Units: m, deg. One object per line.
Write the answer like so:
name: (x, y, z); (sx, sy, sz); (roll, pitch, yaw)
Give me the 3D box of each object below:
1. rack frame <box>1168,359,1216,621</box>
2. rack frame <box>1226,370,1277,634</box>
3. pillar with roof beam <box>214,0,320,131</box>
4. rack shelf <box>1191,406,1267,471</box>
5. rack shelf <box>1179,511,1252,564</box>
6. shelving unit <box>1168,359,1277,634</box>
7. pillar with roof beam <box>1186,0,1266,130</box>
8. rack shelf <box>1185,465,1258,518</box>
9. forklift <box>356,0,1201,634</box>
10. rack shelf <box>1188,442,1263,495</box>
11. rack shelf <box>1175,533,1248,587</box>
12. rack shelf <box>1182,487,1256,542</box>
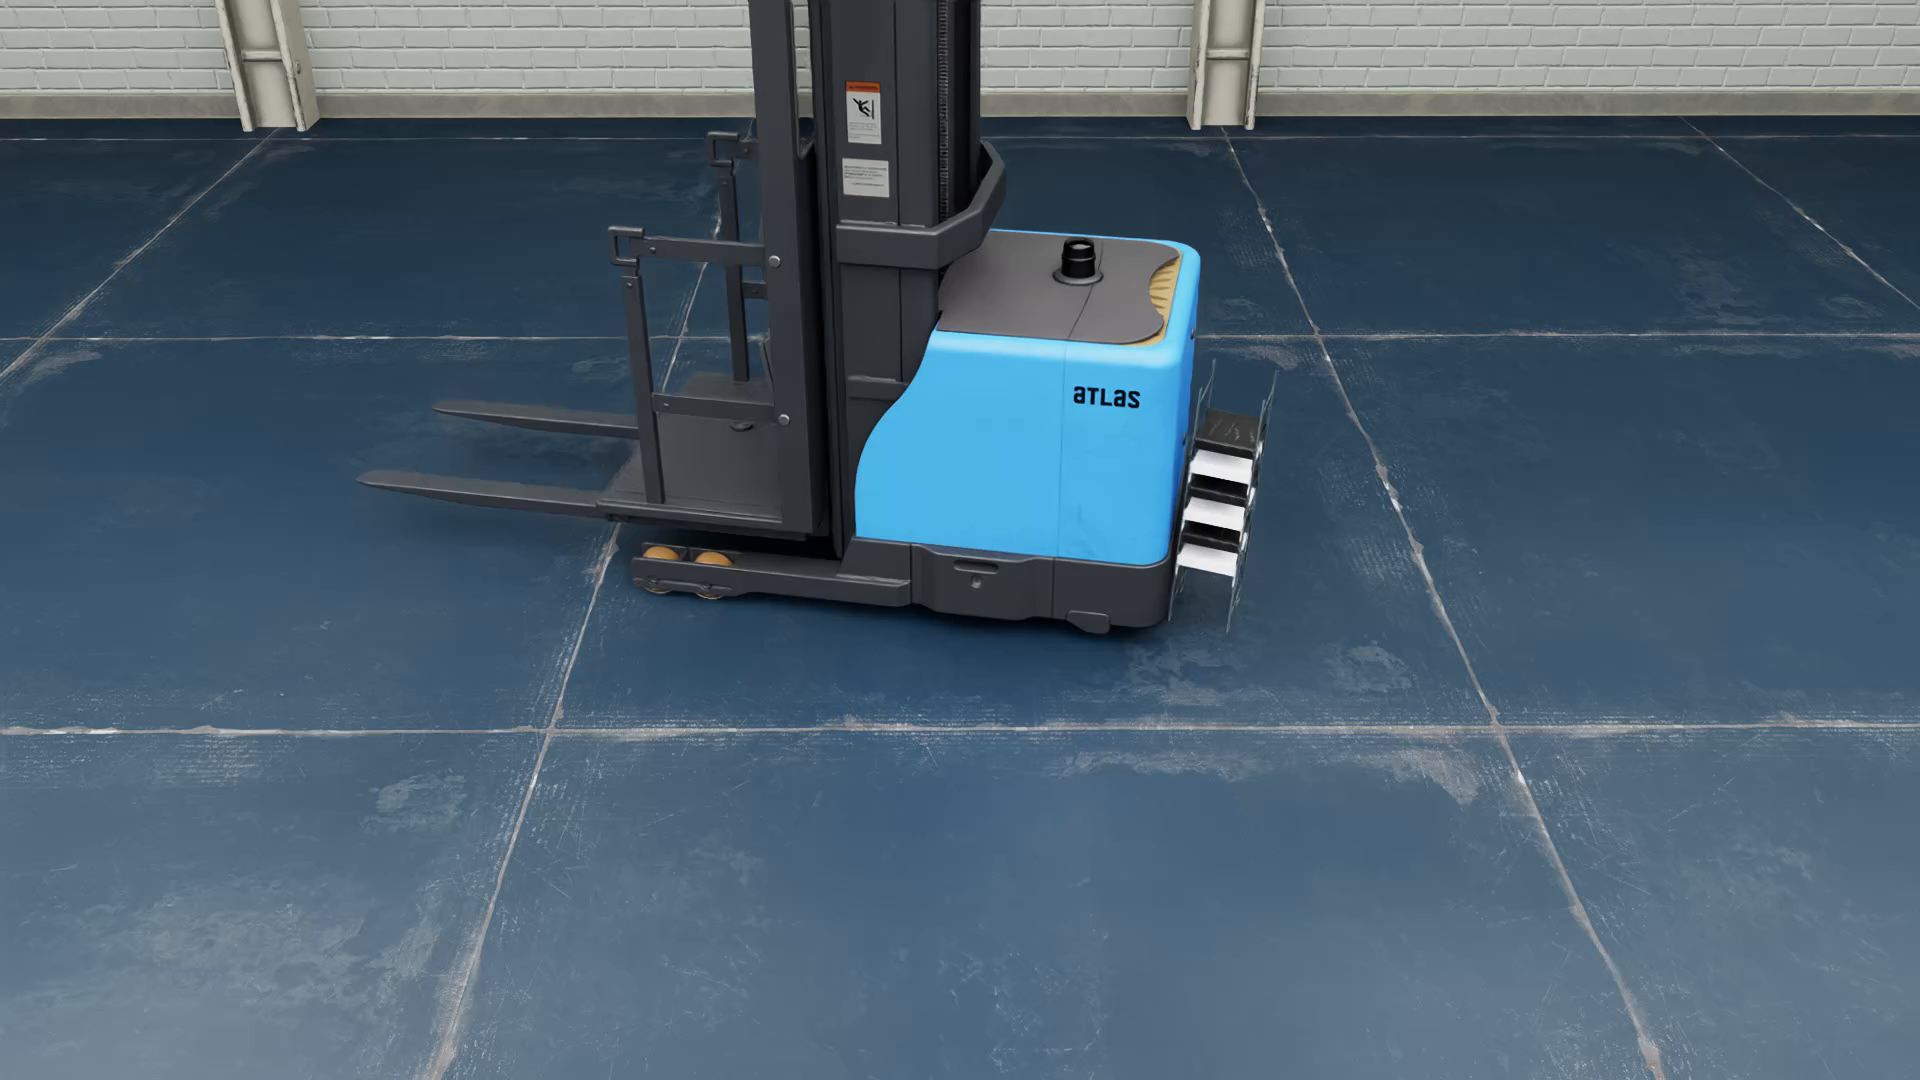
rack frame: (0.782, -0.157, 5.623); (0.006, 0.900, 0.240); (12, 33, 14)
rack frame: (0.974, -0.115, 5.573); (0.006, 0.900, 0.240); (12, 33, 14)
pillar with roof beam: (-4.308, -4.278, 4.626); (0.400, 9.000, 9.100); (0, 31, 0)
rack shelf: (0.889, -0.337, 5.472); (0.200, 0.077, 0.258); (12, 33, 14)
rack shelf: (0.873, -0.032, 5.664); (0.200, 0.077, 0.258); (12, 33, 14)
shelving unit: (0.878, -0.136, 5.598); (0.210, 0.900, 0.258); (12, 33, 14)
pillar with roof beam: (1.692, -4.297, 4.657); (0.400, 9.000, 9.100); (0, 31, 0)
rack shelf: (0.881, -0.184, 5.568); (0.200, 0.077, 0.258); (12, 33, 14)
forklift: (-0.700, -1.303, 5.572); (3.031, 2.935, 1.130); (6, 32, 9)
rack shelf: (0.885, -0.260, 5.520); (0.200, 0.077, 0.258); (12, 33, 14)
rack shelf: (0.869, 0.044, 5.711); (0.200, 0.077, 0.258); (12, 33, 14)
rack shelf: (0.877, -0.108, 5.616); (0.200, 0.077, 0.258); (12, 33, 14)
